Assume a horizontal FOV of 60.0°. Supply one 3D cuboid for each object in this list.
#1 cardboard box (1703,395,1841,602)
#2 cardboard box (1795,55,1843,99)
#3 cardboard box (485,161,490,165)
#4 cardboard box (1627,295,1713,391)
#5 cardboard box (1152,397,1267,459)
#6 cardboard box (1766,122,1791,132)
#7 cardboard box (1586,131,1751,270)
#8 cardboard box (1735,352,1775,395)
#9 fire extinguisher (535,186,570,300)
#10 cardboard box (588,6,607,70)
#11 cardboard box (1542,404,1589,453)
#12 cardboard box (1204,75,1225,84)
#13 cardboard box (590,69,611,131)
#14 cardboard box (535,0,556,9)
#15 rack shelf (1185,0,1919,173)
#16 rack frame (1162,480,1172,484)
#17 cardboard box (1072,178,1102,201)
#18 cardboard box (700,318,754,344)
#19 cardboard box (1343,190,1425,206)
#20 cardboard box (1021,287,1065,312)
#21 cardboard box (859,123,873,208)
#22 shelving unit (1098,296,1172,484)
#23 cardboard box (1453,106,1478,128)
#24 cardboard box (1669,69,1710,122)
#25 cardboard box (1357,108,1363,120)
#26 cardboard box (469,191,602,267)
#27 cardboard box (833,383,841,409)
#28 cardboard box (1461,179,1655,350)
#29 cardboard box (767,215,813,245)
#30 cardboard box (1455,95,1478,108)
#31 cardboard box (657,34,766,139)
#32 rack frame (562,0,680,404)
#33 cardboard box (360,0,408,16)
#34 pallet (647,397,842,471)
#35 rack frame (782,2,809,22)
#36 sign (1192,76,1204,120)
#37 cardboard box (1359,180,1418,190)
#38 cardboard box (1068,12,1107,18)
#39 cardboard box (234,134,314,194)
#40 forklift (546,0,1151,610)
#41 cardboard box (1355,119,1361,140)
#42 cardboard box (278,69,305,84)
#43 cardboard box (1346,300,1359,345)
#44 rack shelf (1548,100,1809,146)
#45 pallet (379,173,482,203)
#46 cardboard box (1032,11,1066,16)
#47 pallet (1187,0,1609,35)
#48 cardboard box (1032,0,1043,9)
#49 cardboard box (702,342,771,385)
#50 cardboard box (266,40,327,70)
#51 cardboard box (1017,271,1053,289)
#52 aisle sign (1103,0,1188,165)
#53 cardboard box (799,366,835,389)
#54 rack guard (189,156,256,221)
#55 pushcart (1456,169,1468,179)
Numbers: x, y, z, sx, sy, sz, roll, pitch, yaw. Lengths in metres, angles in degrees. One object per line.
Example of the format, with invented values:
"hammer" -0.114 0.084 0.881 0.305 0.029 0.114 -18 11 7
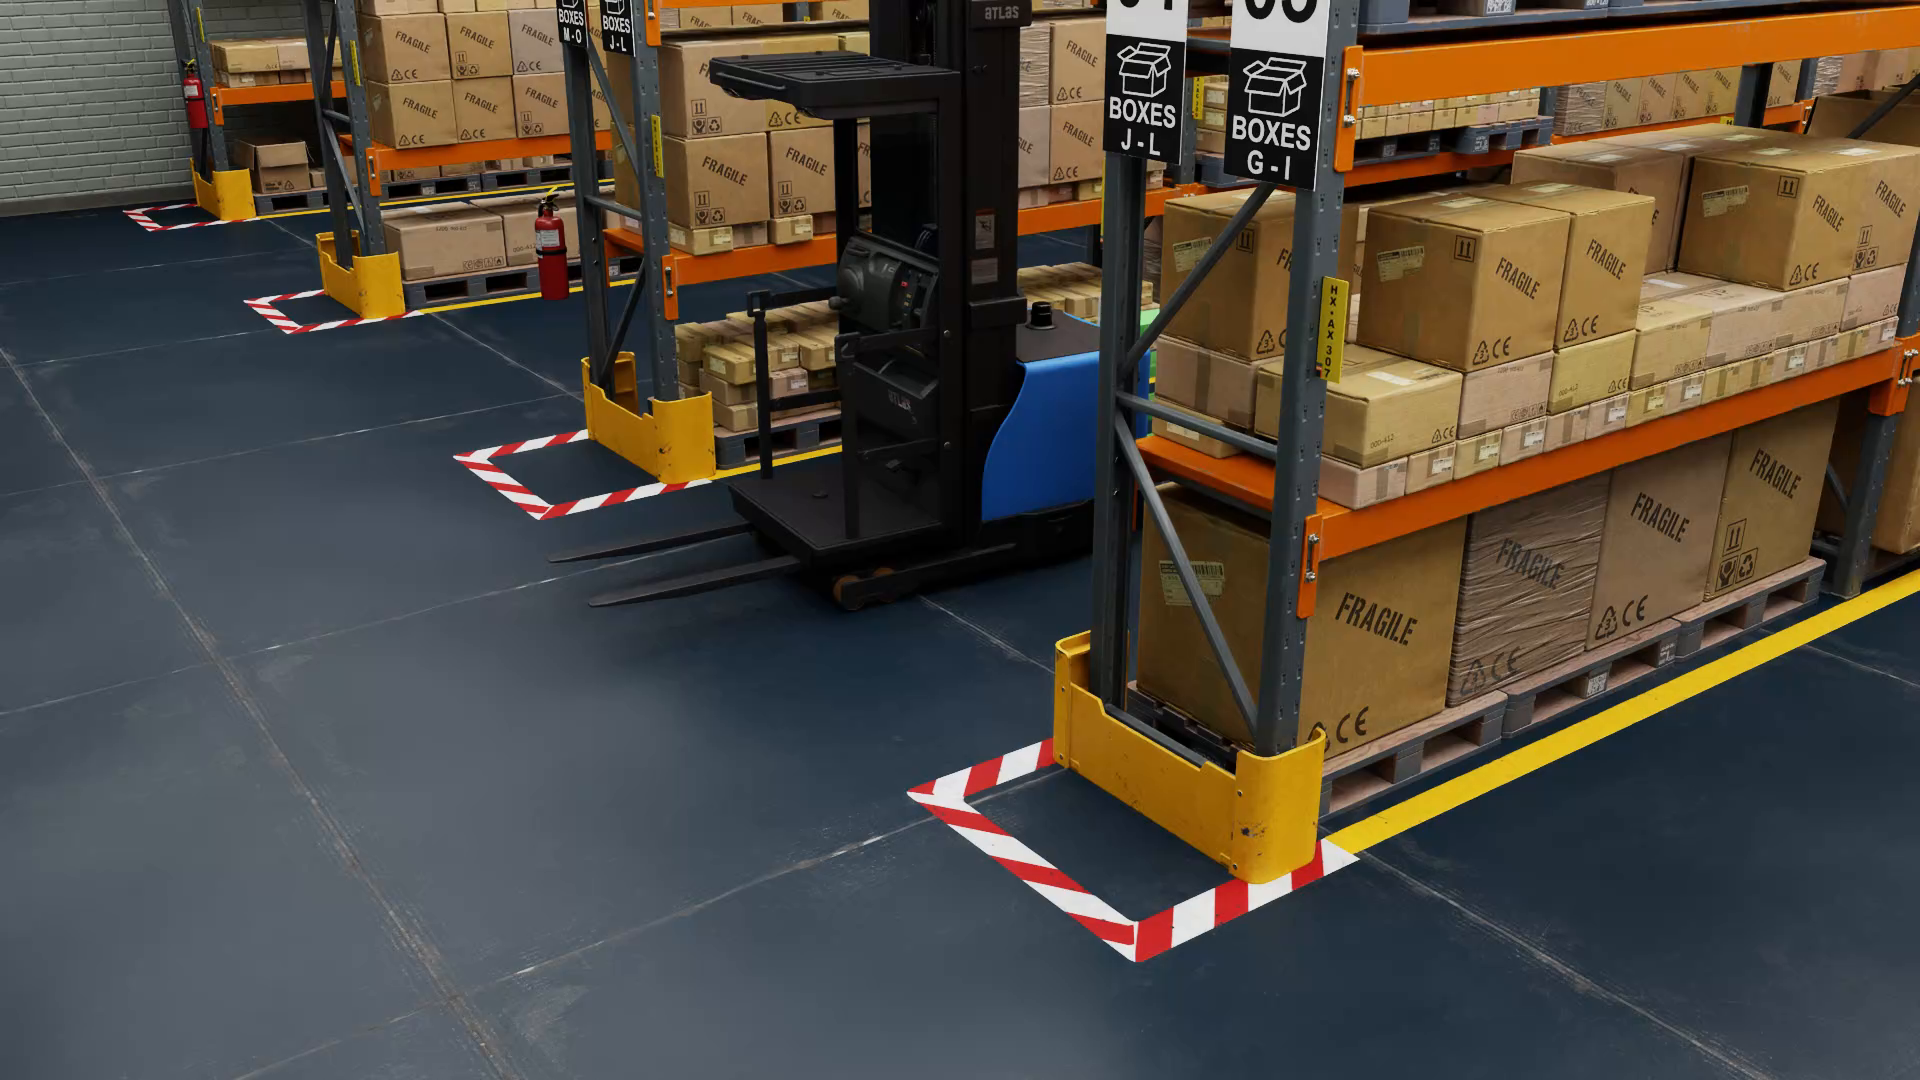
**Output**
"cardboard box" 3.514 -0.344 8.010 0.875 0.875 0.875 -15 26 -33
"cardboard box" 8.068 -4.653 16.307 0.550 0.550 0.875 -15 26 -33
"cardboard box" -5.620 -4.433 19.239 0.250 0.149 0.380 -15 26 -34
"cardboard box" 2.645 -0.816 6.695 0.500 0.250 0.500 -16 27 -34
"cardboard box" 0.946 -0.448 6.310 0.250 0.149 0.380 -14 26 -32
"cardboard box" 8.327 -3.823 16.730 0.875 0.875 0.875 -14 26 -32
"cardboard box" 3.154 -1.540 7.497 0.500 0.500 0.500 -15 26 -33
"cardboard box" 3.205 -0.750 7.067 0.250 0.149 0.380 -14 26 -32
"fire extinguisher" -2.440 -1.778 9.911 0.183 0.674 0.296 -15 26 -33
"cardboard box" -3.150 -4.235 13.977 0.500 0.500 0.500 -15 26 -33
"cardboard box" 2.163 -0.472 6.371 0.250 0.149 0.380 -16 27 -34
"cardboard box" 1.711 -3.327 12.156 0.250 0.149 0.380 -16 27 -34
"cardboard box" -3.167 -3.770 14.161 0.500 0.500 0.500 -14 26 -31
"cardboard box" -3.427 -4.452 13.646 0.250 0.149 0.380 -15 26 -32
"rack shelf" 2.473 -1.880 6.484 4.000 0.370 1.077 -15 26 -33
"rack frame" 1.232 -0.808 9.303 0.015 1.200 0.240 -12 25 -28
"cardboard box" 0.789 -2.391 11.179 0.250 0.149 0.380 -14 26 -31
"cardboard box" -1.446 -1.278 10.528 0.250 0.149 0.380 -14 26 -32
"cardboard box" 3.301 -2.572 13.088 0.500 0.250 0.500 -14 26 -32
"cardboard box" 0.506 -1.604 11.346 0.250 0.149 0.380 -14 26 -31
"cardboard box" -0.615 -2.327 10.144 0.500 0.500 0.500 -15 26 -32
"shelving unit" 1.022 -0.762 9.188 0.503 1.200 0.258 -12 25 -28
"cardboard box" 3.781 -3.305 12.905 0.250 0.149 0.380 -15 26 -34
"cardboard box" 6.277 -4.023 14.797 0.500 0.500 0.500 -15 26 -33
"cardboard box" 2.717 -3.160 12.138 0.250 0.149 0.380 -14 26 -31
"cardboard box" -3.723 -2.748 14.627 0.875 0.438 0.875 -14 26 -31
"cardboard box" -0.720 -0.950 10.509 0.250 0.149 0.380 -15 26 -32
"cardboard box" 2.219 -1.050 6.269 0.500 0.500 0.500 -16 27 -34
"cardboard box" -1.079 -1.867 9.866 0.250 0.149 0.380 -16 27 -34
"cardboard box" 3.762 -3.437 12.832 0.250 0.149 0.380 -15 26 -33
"cardboard box" -1.446 -2.569 9.401 0.500 0.500 0.500 -15 26 -33
"rack frame" -1.966 -1.902 9.616 0.127 3.000 1.000 -15 26 -33
"cardboard box" -4.489 -4.175 12.953 0.250 0.149 0.380 -14 26 -32
"pallet" -1.224 -0.789 10.588 1.213 0.211 1.003 -15 26 -33
"rack frame" -1.692 -4.235 15.463 0.127 3.000 1.000 -15 26 -33
"sign" 1.604 -3.009 11.221 0.005 0.325 0.100 -15 26 -33
"cardboard box" 3.416 -2.830 13.736 0.500 0.250 0.500 -15 26 -33
"cardboard box" 1.058 -3.234 11.068 0.500 0.500 0.500 -16 27 -35
"cardboard box" -7.289 -4.002 17.679 0.637 0.503 0.797 -16 27 -35
"forklift" -0.537 -1.245 8.061 3.031 2.935 1.130 -12 25 -28
"cardboard box" 2.707 -3.017 12.183 0.250 0.149 0.380 -16 27 -35
"cardboard box" -7.041 -4.870 17.393 0.250 0.149 0.380 -15 26 -34
"cardboard box" 1.500 -0.751 6.532 0.500 0.250 0.500 -15 26 -34
"rack shelf" 6.152 -3.733 15.174 4.000 0.370 1.077 -15 26 -33
"pallet" -6.143 -4.019 18.683 1.213 0.211 1.003 -15 26 -33
"cardboard box" 0.361 -3.276 11.173 0.500 0.500 0.500 -16 27 -34
"pallet" 1.445 -1.904 5.693 1.213 0.211 1.003 -15 26 -33
"cardboard box" 0.470 -5.202 16.403 0.500 0.500 0.500 -15 26 -33
"cardboard box" -1.342 -1.061 9.985 0.250 0.149 0.380 -16 27 -35
"cardboard box" -6.906 -5.057 17.323 0.500 0.250 0.500 -15 26 -32
"cardboard box" 0.446 -1.792 11.817 0.250 0.149 0.380 -15 26 -34
"aisle sign" 0.615 -1.670 5.527 0.004 0.787 0.394 -15 26 -33
"cardboard box" -0.988 -1.070 10.408 0.250 0.149 0.380 -15 26 -32
"rack guard" -7.779 -3.718 17.538 0.348 0.500 1.175 -15 26 -33
"pushcart" 6.174 -4.074 18.597 1.648 0.377 0.936 14 26 32
